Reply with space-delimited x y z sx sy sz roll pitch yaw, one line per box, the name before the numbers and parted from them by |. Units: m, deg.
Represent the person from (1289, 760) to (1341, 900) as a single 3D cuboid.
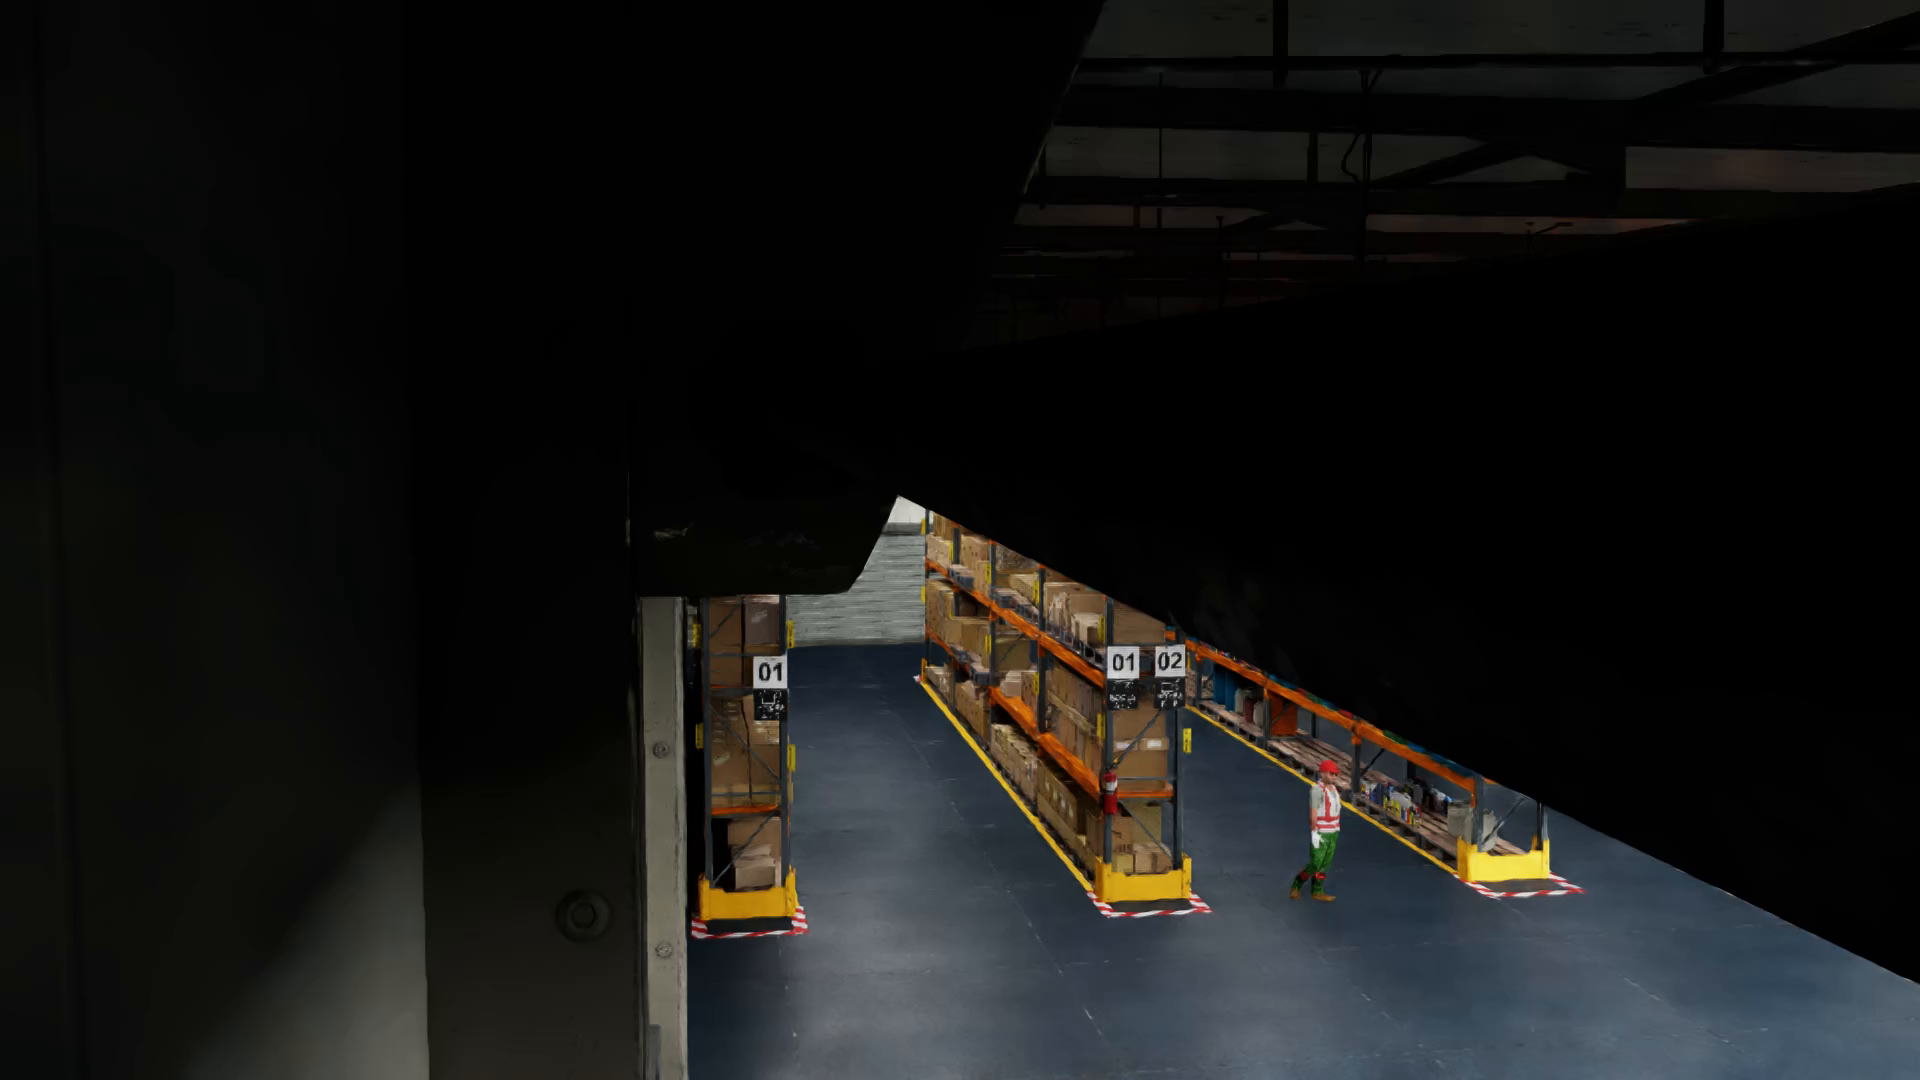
person | 4.435 3.620 20.700 0.530 1.773 0.716 4 7 42
